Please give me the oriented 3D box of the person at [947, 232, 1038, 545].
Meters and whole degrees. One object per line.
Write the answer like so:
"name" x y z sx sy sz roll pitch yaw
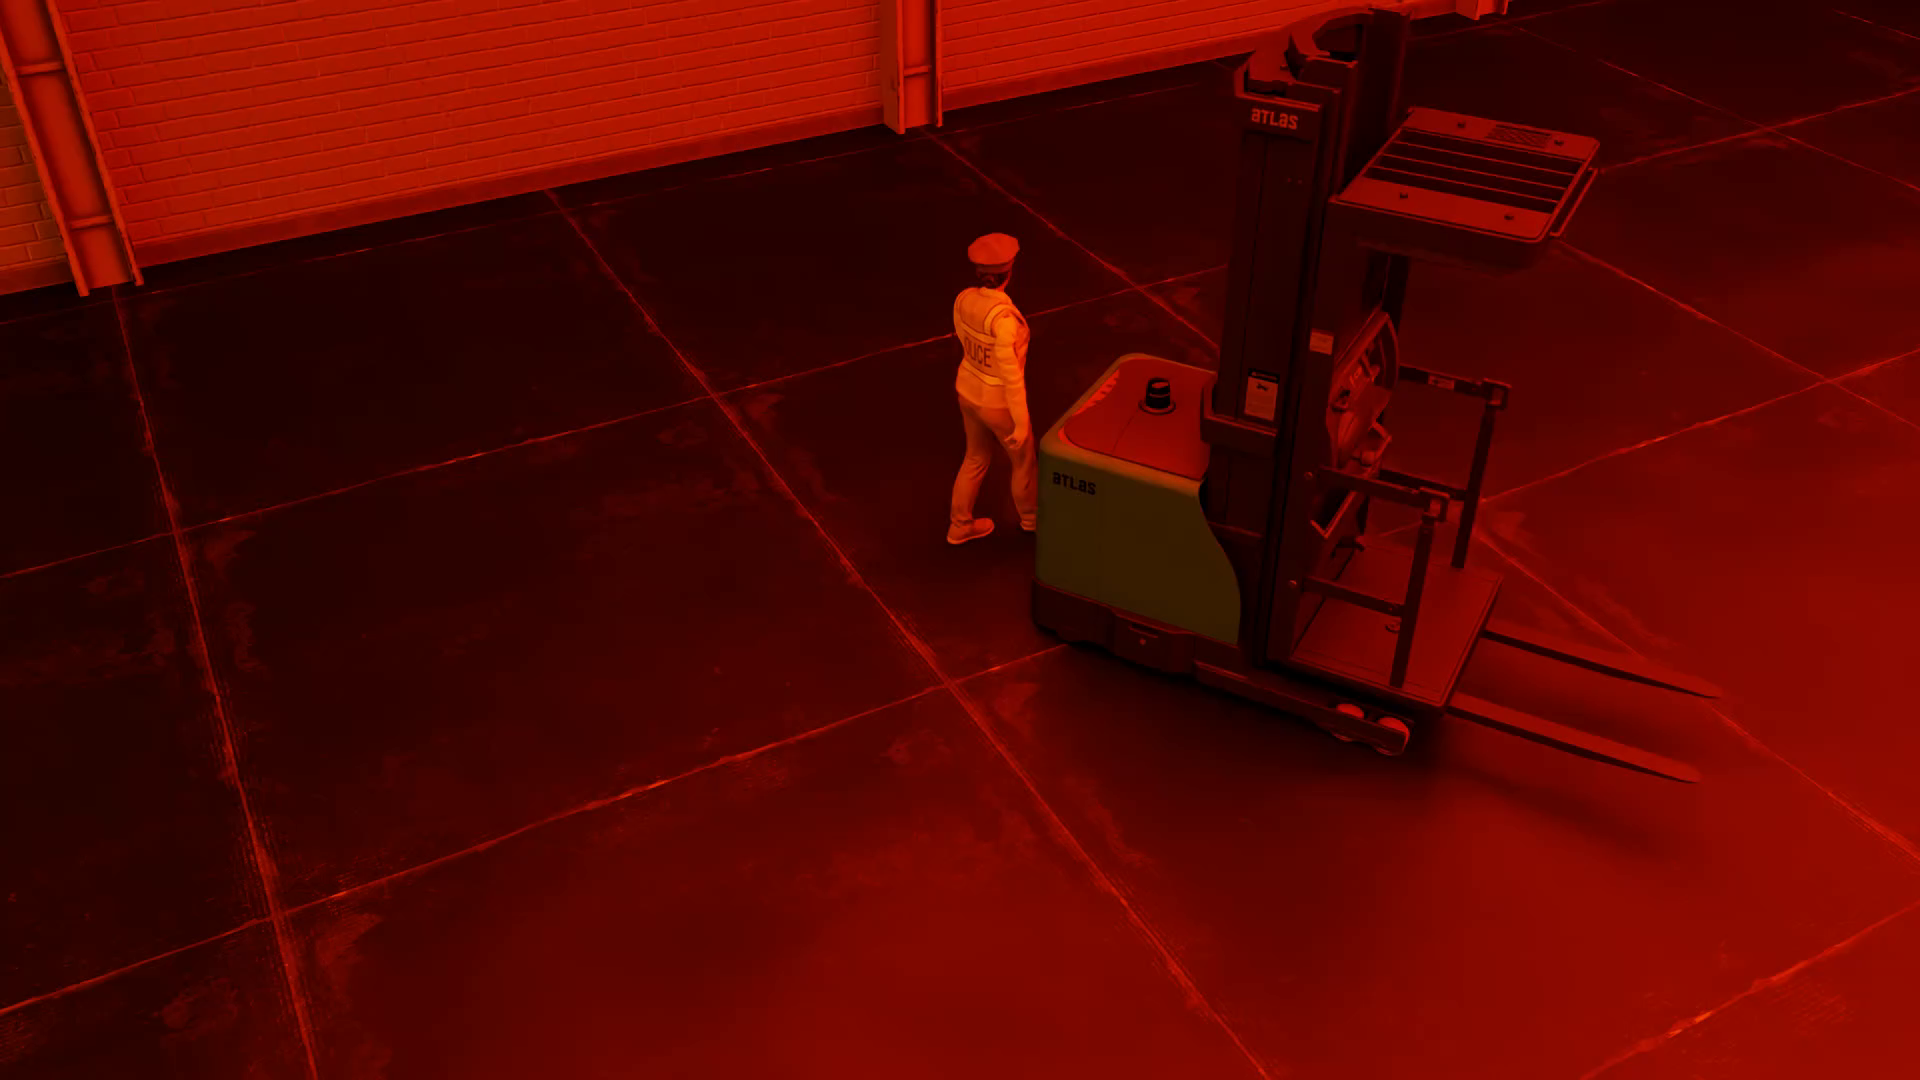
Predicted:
"person" 0.232 -0.739 8.290 0.668 1.644 0.652 -23 41 -29

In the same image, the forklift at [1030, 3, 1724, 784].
"forklift" 1.882 -0.602 6.974 3.031 2.935 1.130 18 39 23
